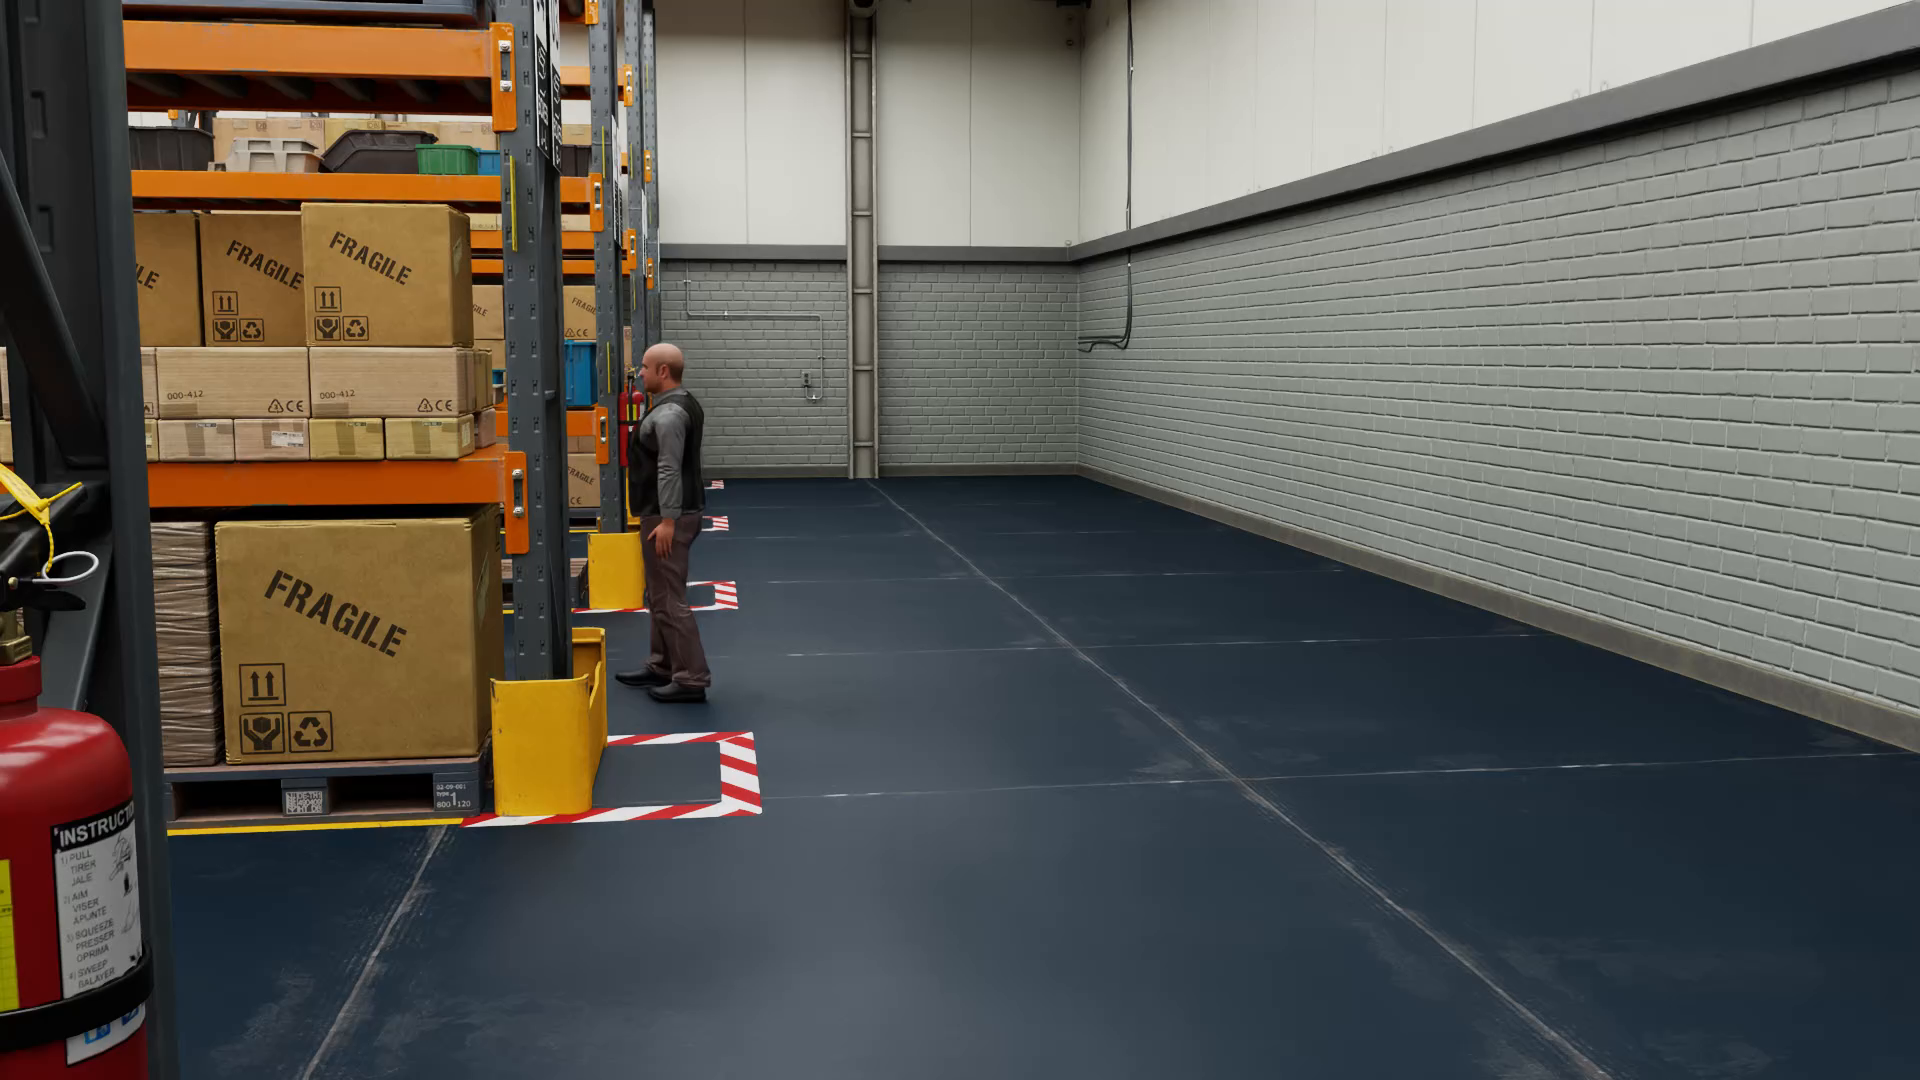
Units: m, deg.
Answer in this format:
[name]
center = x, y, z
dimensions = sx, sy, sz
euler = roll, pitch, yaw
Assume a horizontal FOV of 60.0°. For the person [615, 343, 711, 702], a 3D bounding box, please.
[person]
center = -1.467, -0.093, 8.116
dimensions = 0.550, 1.725, 0.562
euler = 0, 6, 3
